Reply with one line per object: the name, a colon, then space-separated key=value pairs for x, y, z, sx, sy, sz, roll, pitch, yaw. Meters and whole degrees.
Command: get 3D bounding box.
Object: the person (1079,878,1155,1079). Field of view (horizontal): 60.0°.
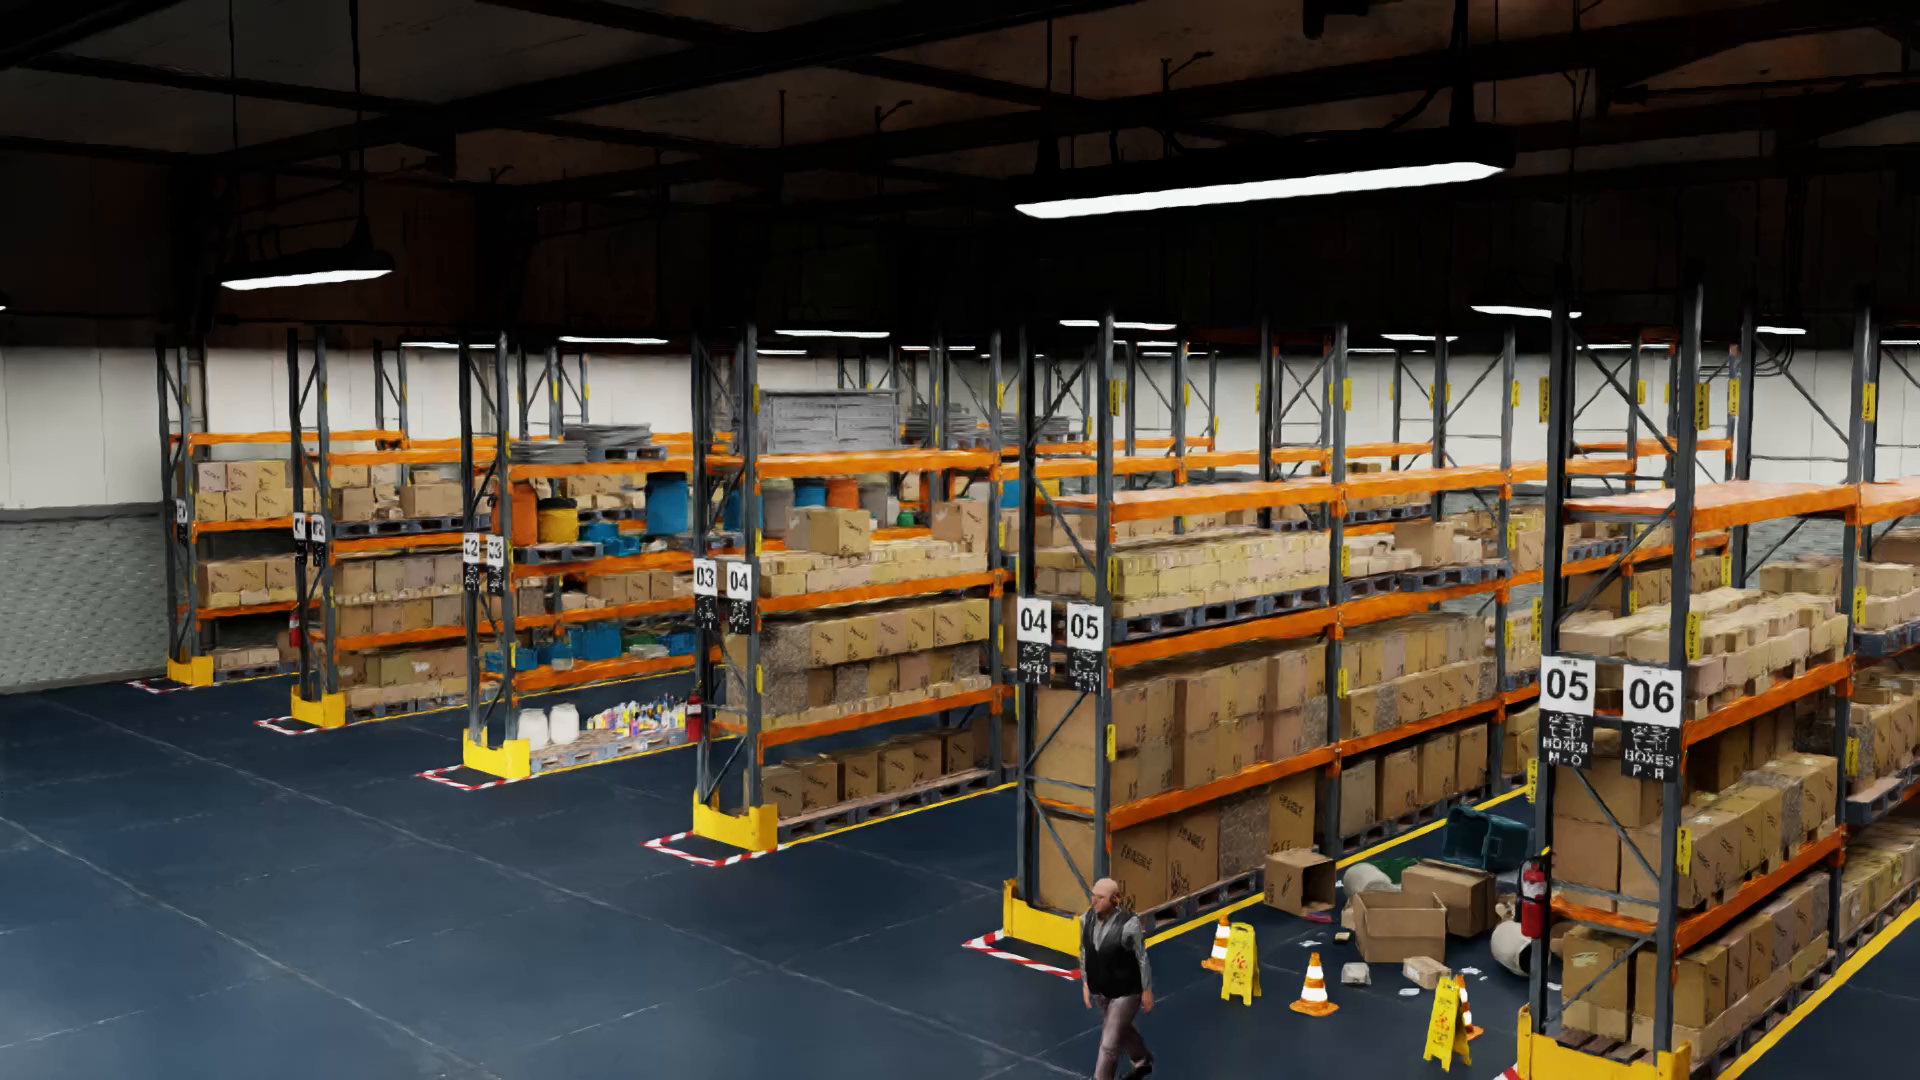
person: x=1.069 y=3.217 z=11.925 sx=1.115 sy=1.648 sz=0.543 roll=-5 pitch=7 yaw=-44
